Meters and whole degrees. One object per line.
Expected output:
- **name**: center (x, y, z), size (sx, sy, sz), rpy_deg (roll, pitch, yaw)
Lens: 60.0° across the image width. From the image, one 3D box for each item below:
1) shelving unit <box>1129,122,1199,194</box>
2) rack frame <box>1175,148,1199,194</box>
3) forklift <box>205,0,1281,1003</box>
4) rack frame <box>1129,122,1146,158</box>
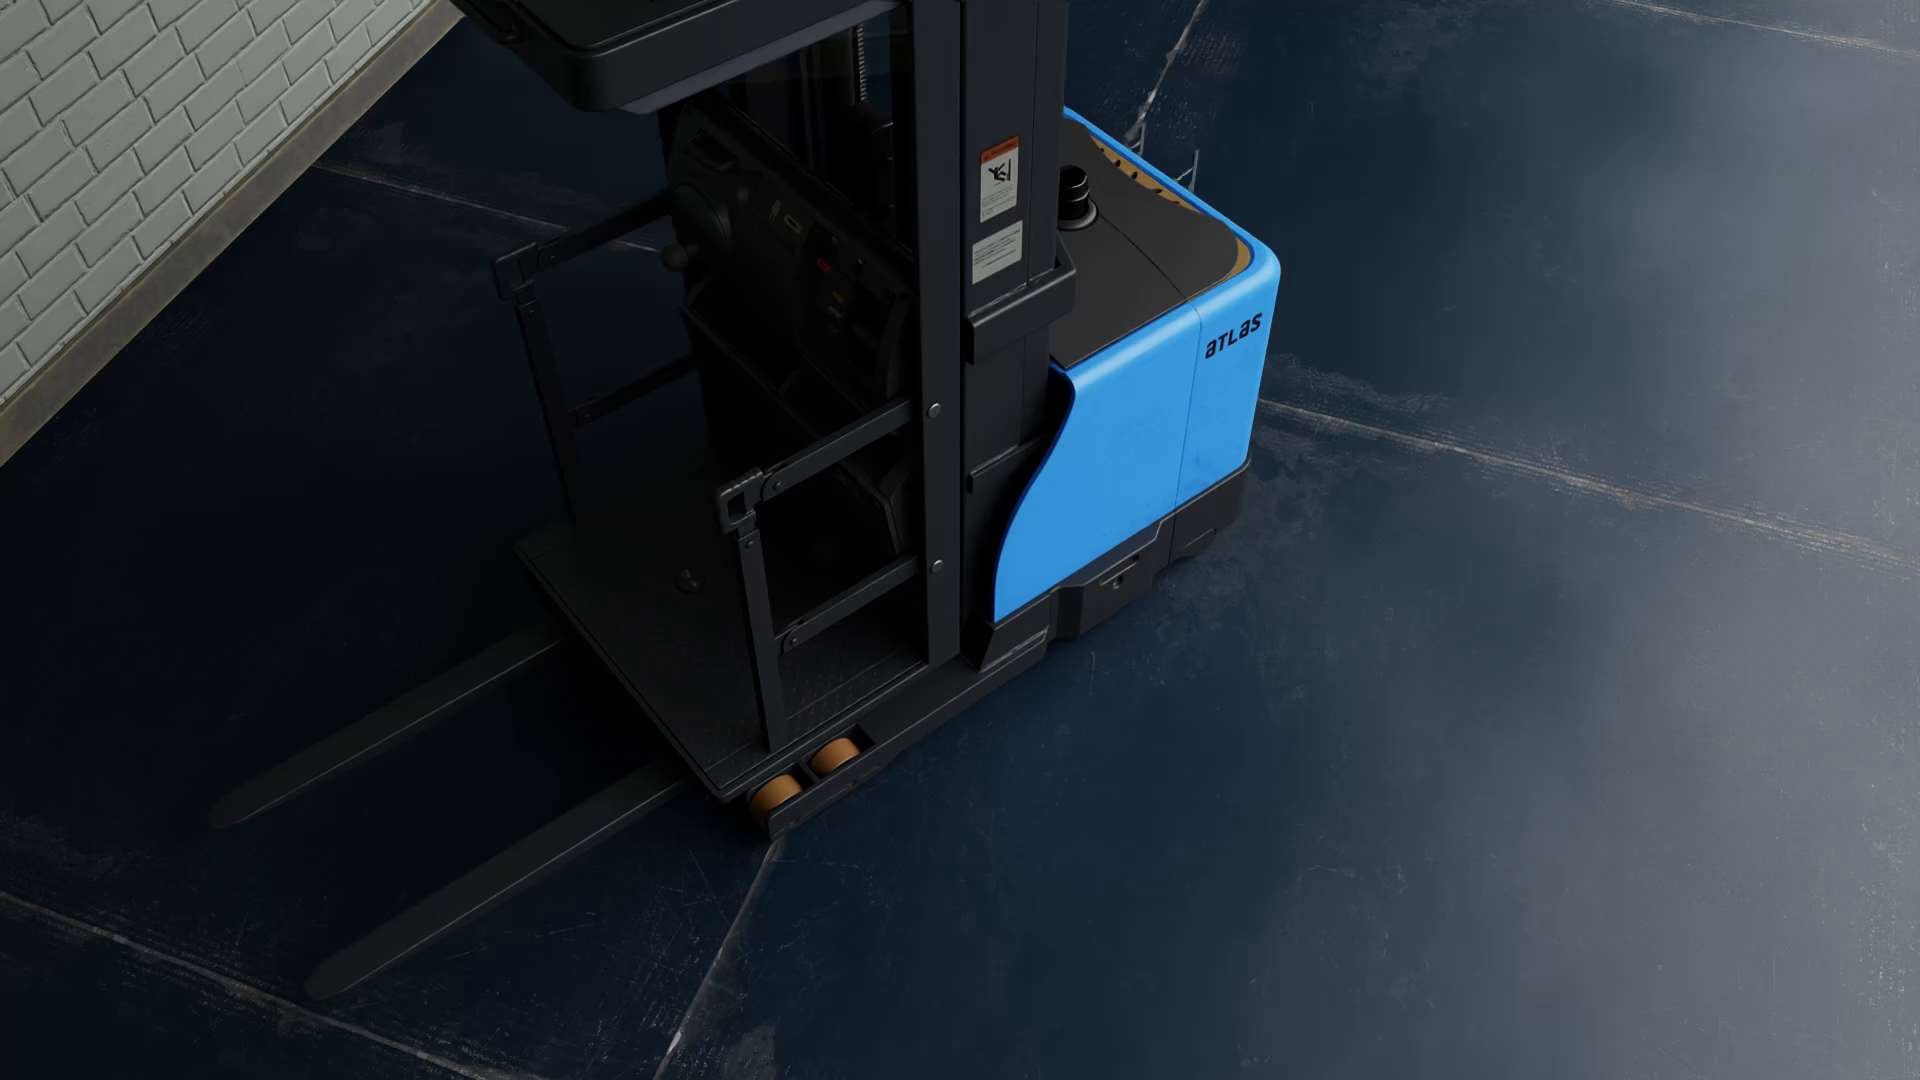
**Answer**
- **shelving unit**: center (0.576, -0.889, 5.425), size (0.210, 0.900, 0.258), rpy_deg (33, 57, 25)
- **rack frame**: center (0.654, -0.839, 5.382), size (0.006, 0.900, 0.240), rpy_deg (33, 57, 25)
- **forklift**: center (-0.579, -0.612, 3.841), size (3.031, 2.935, 1.130), rpy_deg (-31, 56, -24)
- **rack frame**: center (0.499, -0.939, 5.468), size (0.006, 0.900, 0.240), rpy_deg (33, 57, 25)
